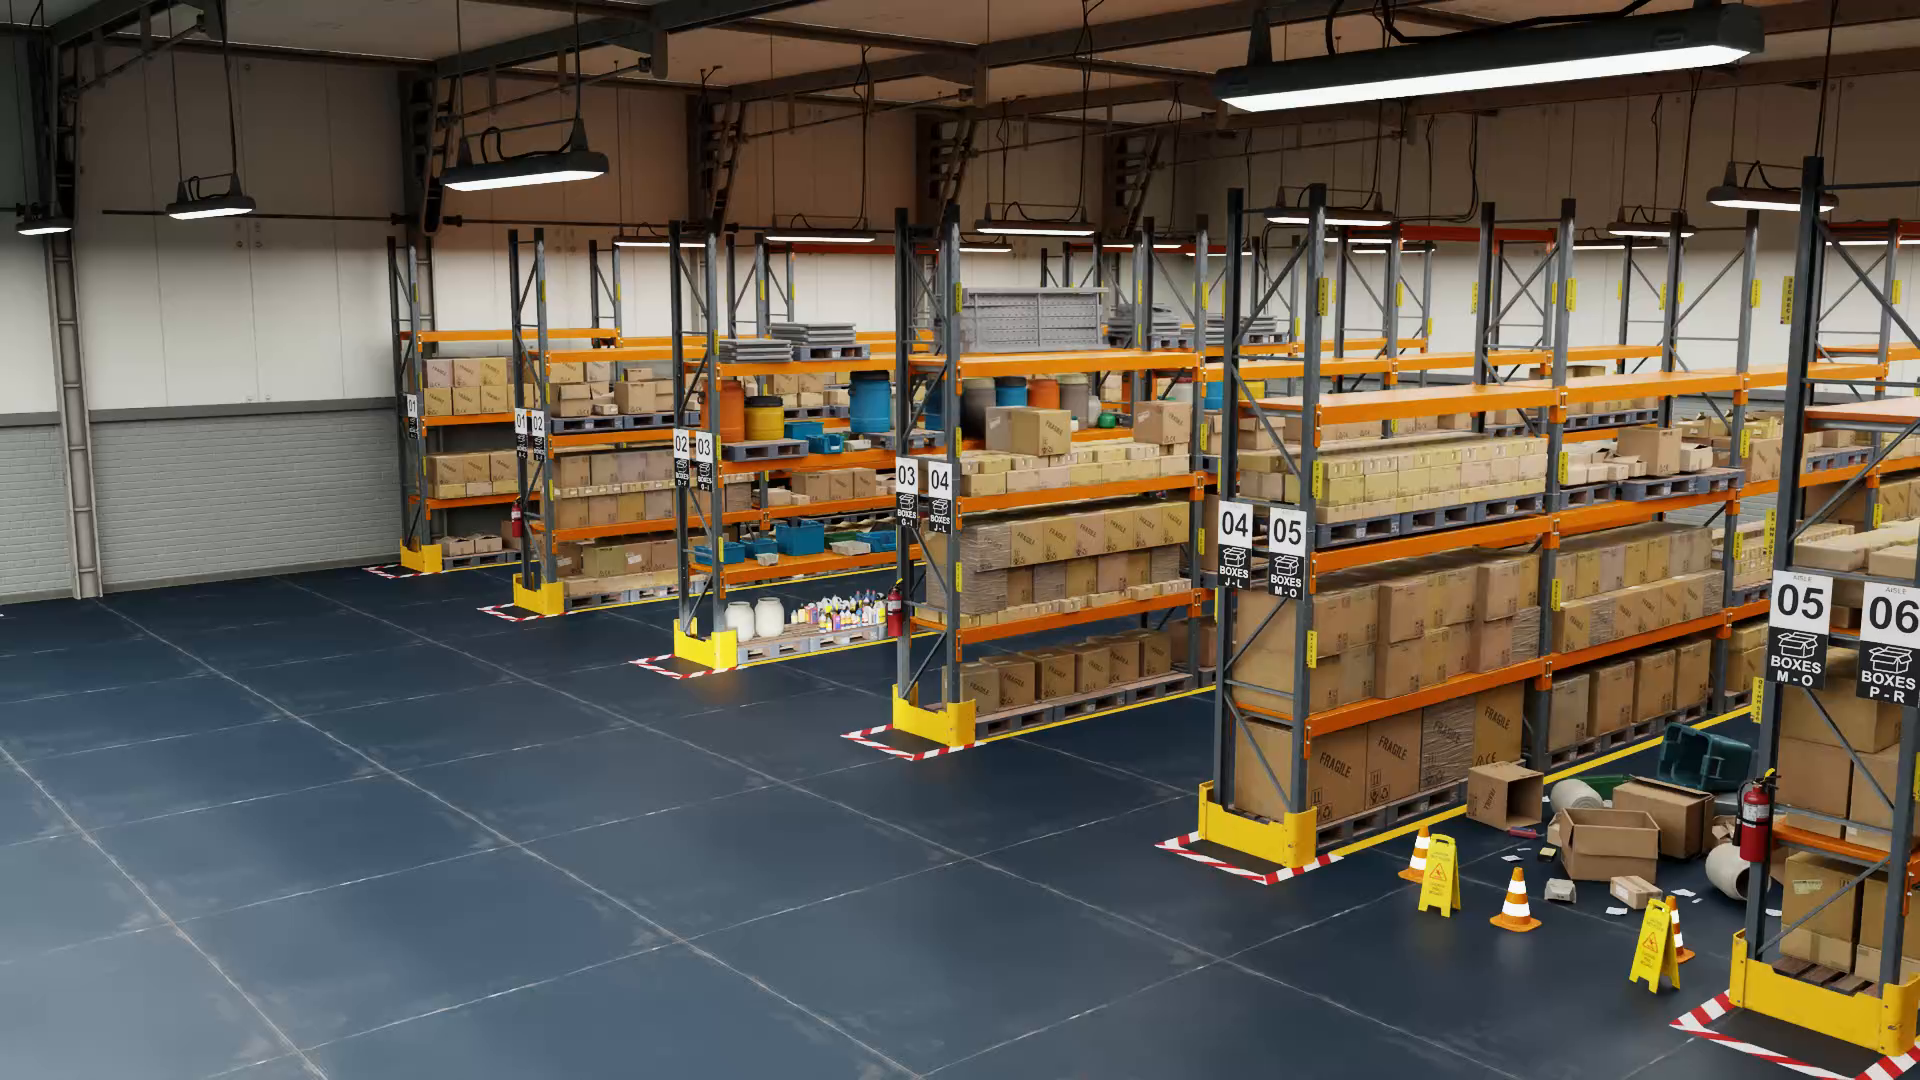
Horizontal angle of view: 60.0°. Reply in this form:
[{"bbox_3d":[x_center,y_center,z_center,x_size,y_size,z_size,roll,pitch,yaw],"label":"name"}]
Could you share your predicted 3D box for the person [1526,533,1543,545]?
[{"bbox_3d":[8.284,0.650,23.759,0.764,1.836,0.630,-8,12,-41],"label":"person"}]
